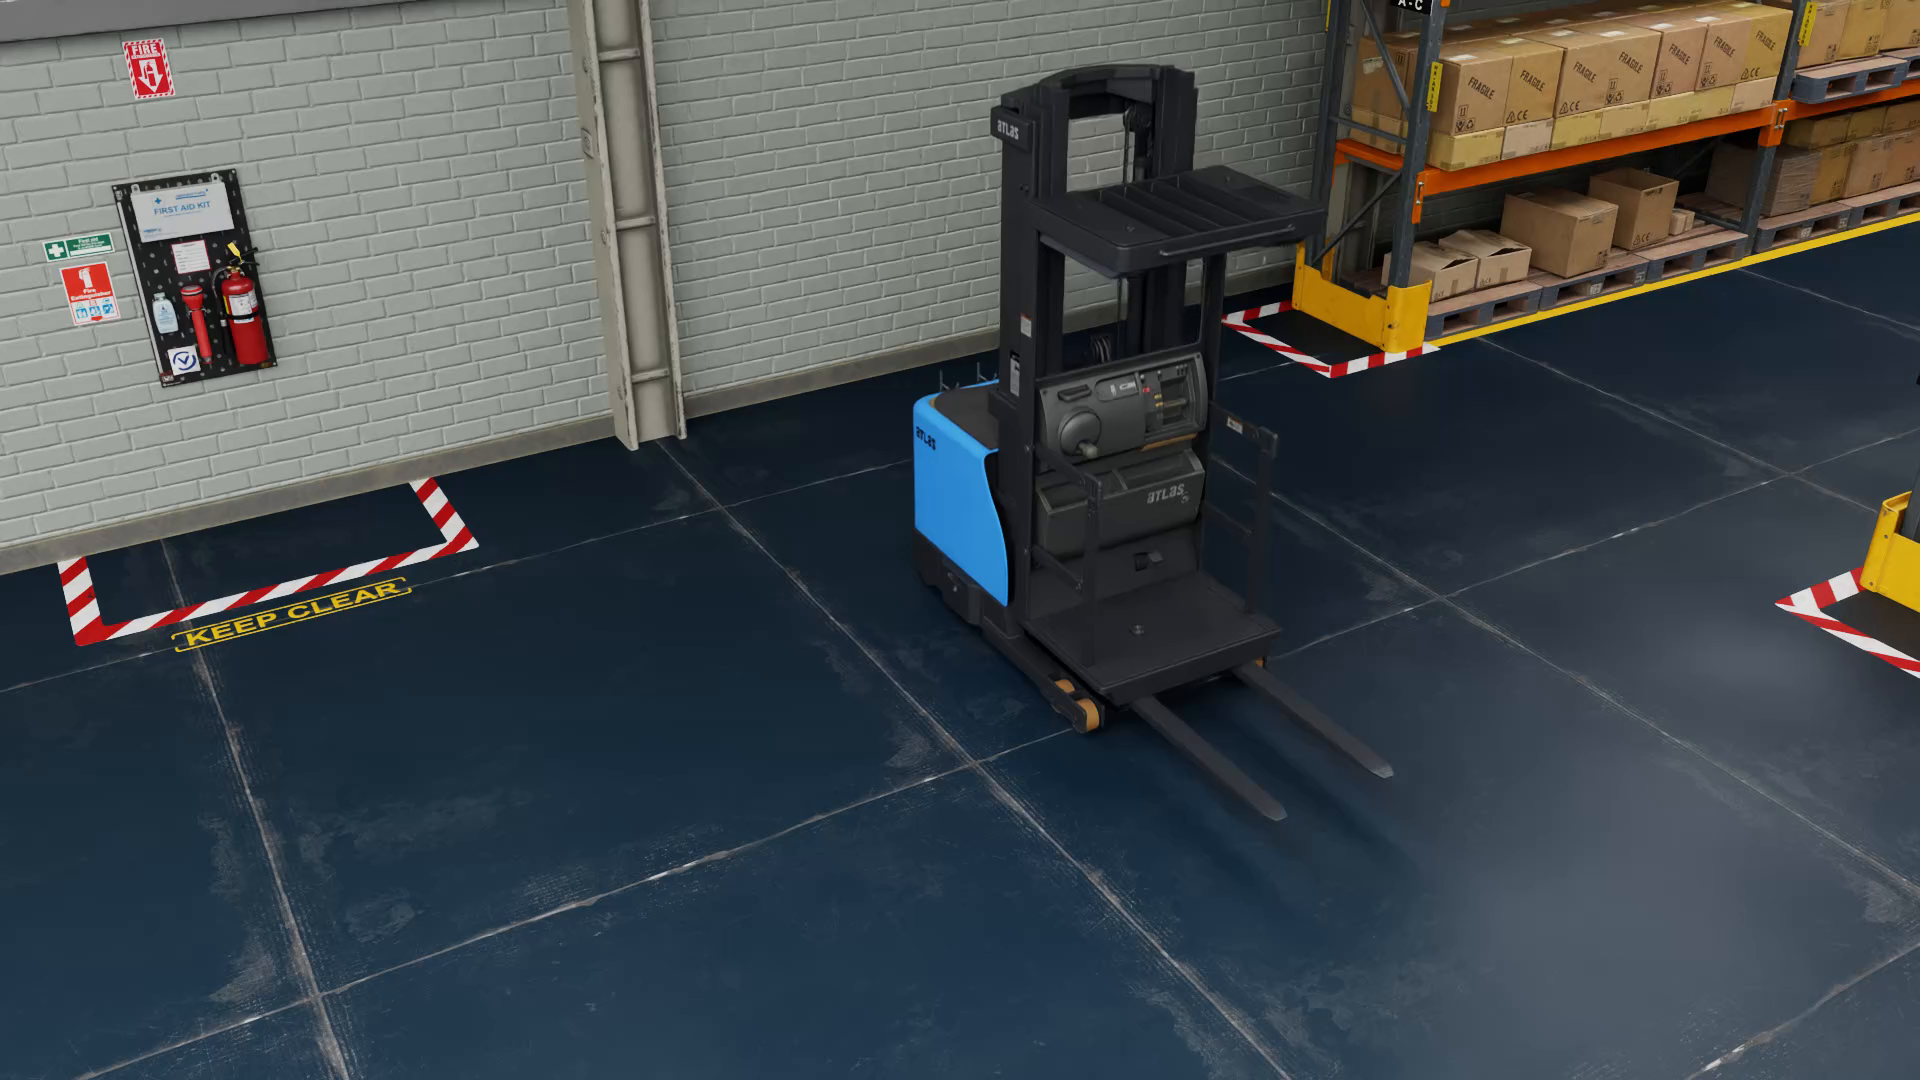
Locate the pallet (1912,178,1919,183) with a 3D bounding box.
[{"bbox_3d":[9.184,-3.489,15.853,1.213,0.211,1.003,-16,33,-26],"label":"pallet"}]

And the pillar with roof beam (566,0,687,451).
[{"bbox_3d":[0.135,-2.838,5.579,0.400,9.000,9.100,-16,33,-26],"label":"pillar with roof beam"}]

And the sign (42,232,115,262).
[{"bbox_3d":[-4.717,-1.568,8.902,0.331,0.109,0.001,-16,33,-26],"label":"sign"}]

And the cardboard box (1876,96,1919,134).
[{"bbox_3d":[8.300,-3.887,15.045,0.500,0.250,0.500,-16,33,-27],"label":"cardboard box"}]

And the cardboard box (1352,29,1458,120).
[{"bbox_3d":[3.260,-3.417,12.196,0.500,0.500,0.500,-16,33,-27],"label":"cardboard box"}]

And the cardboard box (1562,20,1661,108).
[{"bbox_3d":[4.844,-3.577,12.485,0.500,0.500,0.500,-15,32,-25],"label":"cardboard box"}]

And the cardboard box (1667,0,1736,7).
[{"bbox_3d":[5.899,-4.164,13.550,0.500,0.500,0.500,-17,33,-27],"label":"cardboard box"}]

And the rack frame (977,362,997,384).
[{"bbox_3d":[0.151,-0.503,9.574,0.008,1.050,0.200,-16,33,-26],"label":"rack frame"}]

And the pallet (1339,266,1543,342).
[{"bbox_3d":[3.745,-1.924,13.017,1.213,0.211,1.003,-16,33,-26],"label":"pallet"}]

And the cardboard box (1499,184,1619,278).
[{"bbox_3d":[4.753,-2.470,13.253,0.500,0.500,0.700,-18,34,-29],"label":"cardboard box"}]

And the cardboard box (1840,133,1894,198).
[{"bbox_3d":[7.917,-3.462,15.050,0.500,0.500,0.700,-15,32,-26],"label":"cardboard box"}]

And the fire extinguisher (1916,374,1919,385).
[{"bbox_3d":[5.137,-1.010,8.555,0.183,0.674,0.296,-16,33,-26],"label":"fire extinguisher"}]

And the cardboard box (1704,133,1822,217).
[{"bbox_3d":[7.036,-3.206,14.587,0.500,0.500,0.700,-15,32,-25],"label":"cardboard box"}]

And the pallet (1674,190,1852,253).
[{"bbox_3d":[7.081,-2.891,14.771,1.213,0.211,1.003,-16,33,-26],"label":"pallet"}]

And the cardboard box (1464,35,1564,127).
[{"bbox_3d":[3.956,-3.322,12.023,0.500,0.500,0.500,-16,33,-26],"label":"cardboard box"}]

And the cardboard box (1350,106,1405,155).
[{"bbox_3d":[3.266,-3.080,12.361,0.500,0.250,0.500,-15,32,-26],"label":"cardboard box"}]

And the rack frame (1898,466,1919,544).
[{"bbox_3d":[5.474,-0.879,8.238,0.127,3.000,1.000,-16,33,-26],"label":"rack frame"}]

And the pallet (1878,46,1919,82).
[{"bbox_3d":[8.173,-4.314,14.662,1.213,0.211,1.003,-16,33,-26],"label":"pallet"}]

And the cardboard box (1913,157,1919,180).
[{"bbox_3d":[8.761,-3.723,15.523,0.500,0.500,0.700,-16,33,-26],"label":"cardboard box"}]

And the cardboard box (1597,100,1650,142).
[{"bbox_3d":[4.863,-3.250,12.669,0.500,0.250,0.500,-16,32,-26],"label":"cardboard box"}]

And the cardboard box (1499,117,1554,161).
[{"bbox_3d":[3.983,-3.005,12.225,0.500,0.250,0.500,-17,33,-28],"label":"cardboard box"}]

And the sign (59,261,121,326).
[{"bbox_3d":[-4.725,-1.339,9.035,0.234,0.329,0.001,-16,33,-26],"label":"sign"}]

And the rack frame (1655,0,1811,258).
[{"bbox_3d":[6.410,-3.921,13.750,0.127,3.000,1.000,-16,33,-26],"label":"rack frame"}]

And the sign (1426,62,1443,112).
[{"bbox_3d":[3.236,-3.095,11.357,0.005,0.325,0.100,-16,33,-26],"label":"sign"}]

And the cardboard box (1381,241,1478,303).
[{"bbox_3d":[3.603,-2.089,12.758,0.500,0.311,0.500,-20,35,-32],"label":"cardboard box"}]

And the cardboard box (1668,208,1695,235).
[{"bbox_3d":[5.964,-2.730,14.069,0.250,0.166,0.380,-21,35,-33],"label":"cardboard box"}]

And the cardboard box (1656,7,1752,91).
[{"bbox_3d":[5.732,-3.823,12.932,0.500,0.500,0.500,-16,33,-27],"label":"cardboard box"}]

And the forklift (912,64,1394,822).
[{"bbox_3d":[0.898,-0.601,7.806,1.130,2.935,3.031,-15,32,-26],"label":"forklift"}]

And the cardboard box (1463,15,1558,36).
[{"bbox_3d":[4.143,-3.665,12.644,0.500,0.500,0.500,-17,33,-28],"label":"cardboard box"}]

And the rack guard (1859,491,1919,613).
[{"bbox_3d":[5.453,0.221,8.832,0.348,0.500,1.175,-16,33,-26],"label":"rack guard"}]

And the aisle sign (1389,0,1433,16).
[{"bbox_3d":[3.051,-3.937,11.090,0.004,0.787,0.394,-16,33,-26],"label":"aisle sign"}]

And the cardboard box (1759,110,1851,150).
[{"bbox_3d":[7.414,-3.644,14.604,0.500,0.250,0.500,-17,33,-27],"label":"cardboard box"}]

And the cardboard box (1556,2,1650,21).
[{"bbox_3d":[5.019,-3.920,13.106,0.500,0.500,0.500,-15,32,-25],"label":"cardboard box"}]

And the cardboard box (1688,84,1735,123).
[{"bbox_3d":[5.721,-3.503,13.128,0.500,0.250,0.500,-16,33,-26],"label":"cardboard box"}]

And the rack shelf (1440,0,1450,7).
[{"bbox_3d":[4.686,-4.430,12.312,4.000,0.370,1.077,-16,33,-26],"label":"rack shelf"}]

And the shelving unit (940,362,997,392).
[{"bbox_3d":[0.046,-0.473,9.520,0.252,1.050,0.215,-16,33,-26],"label":"shelving unit"}]

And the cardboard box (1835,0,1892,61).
[{"bbox_3d":[7.352,-4.401,14.062,0.500,0.500,0.700,-12,31,-21],"label":"cardboard box"}]
